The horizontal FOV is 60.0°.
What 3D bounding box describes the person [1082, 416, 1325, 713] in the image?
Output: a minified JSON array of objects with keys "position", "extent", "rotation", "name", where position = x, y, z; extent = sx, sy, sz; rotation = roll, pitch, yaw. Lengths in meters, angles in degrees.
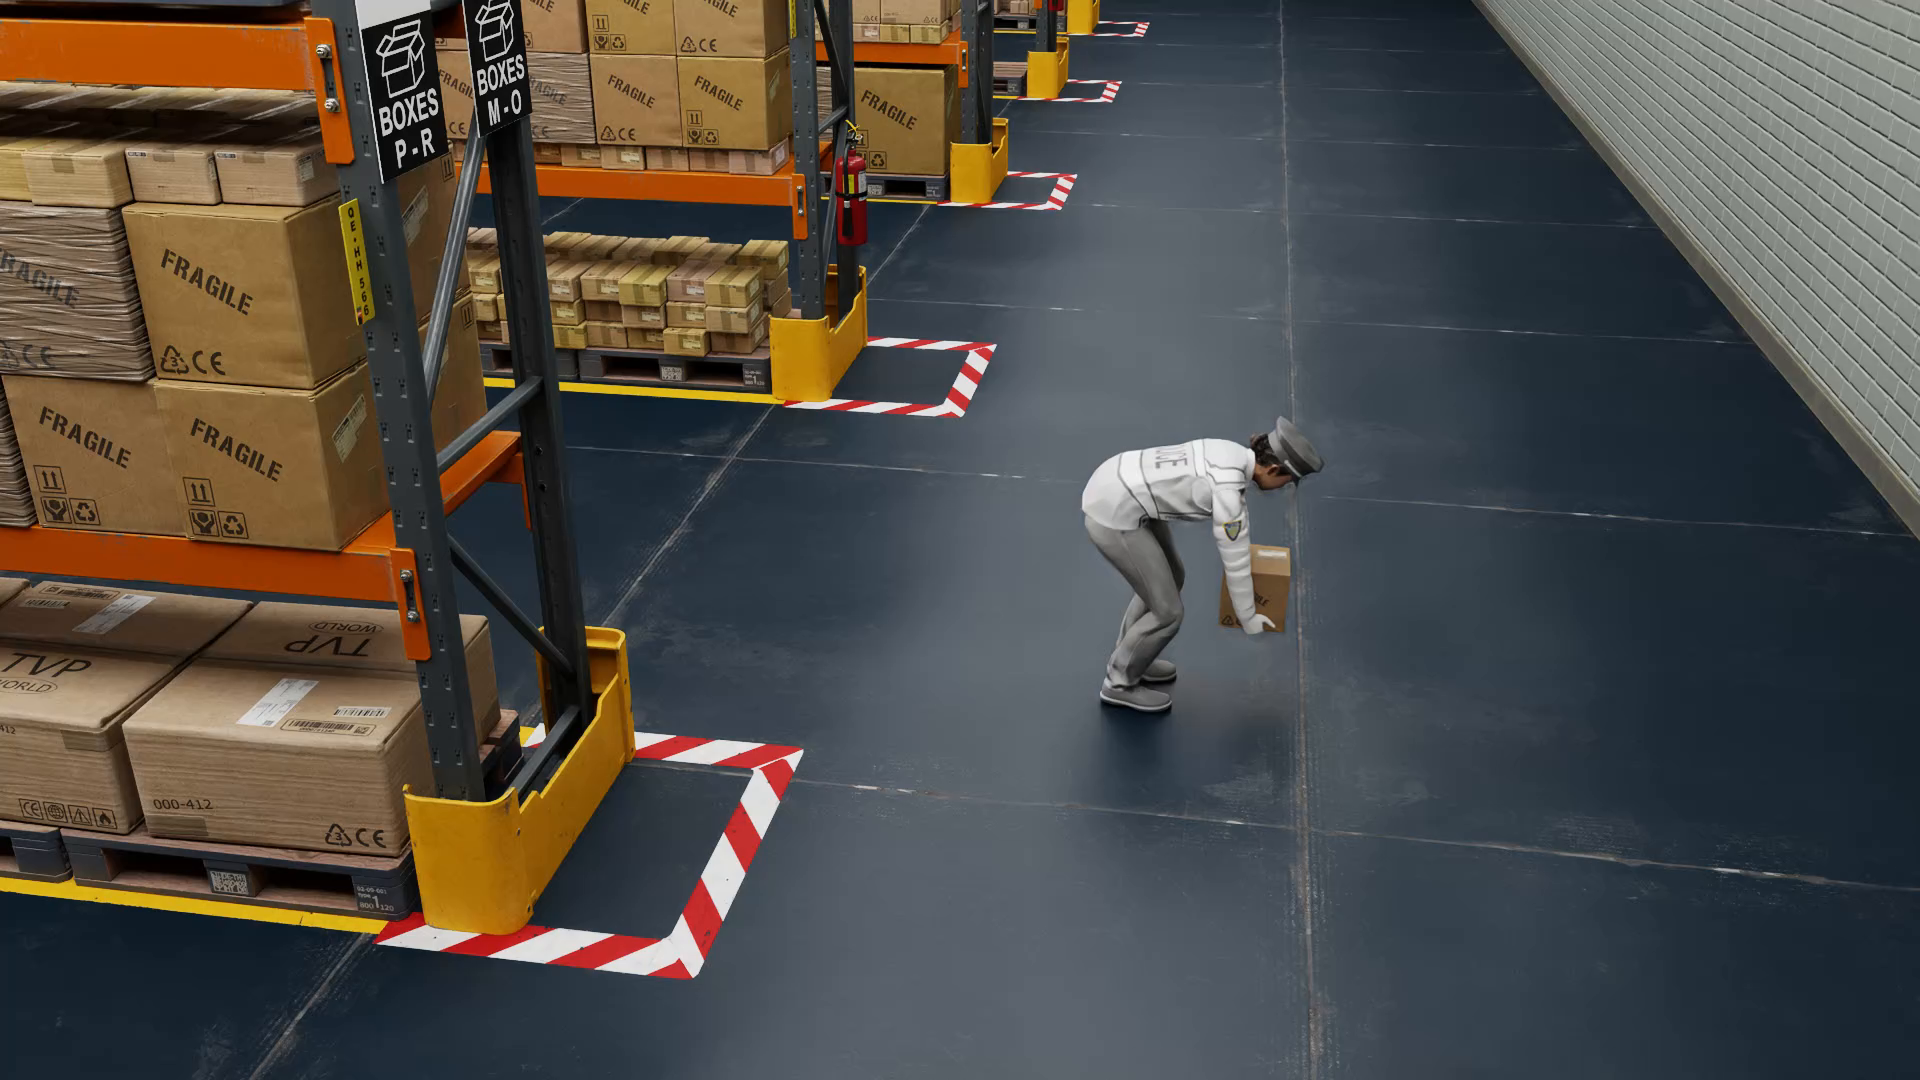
[{"position":[0.923,0.083,6.492],"extent":[0.908,1.192,0.432],"rotation":[3,25,6],"name":"person"}]
